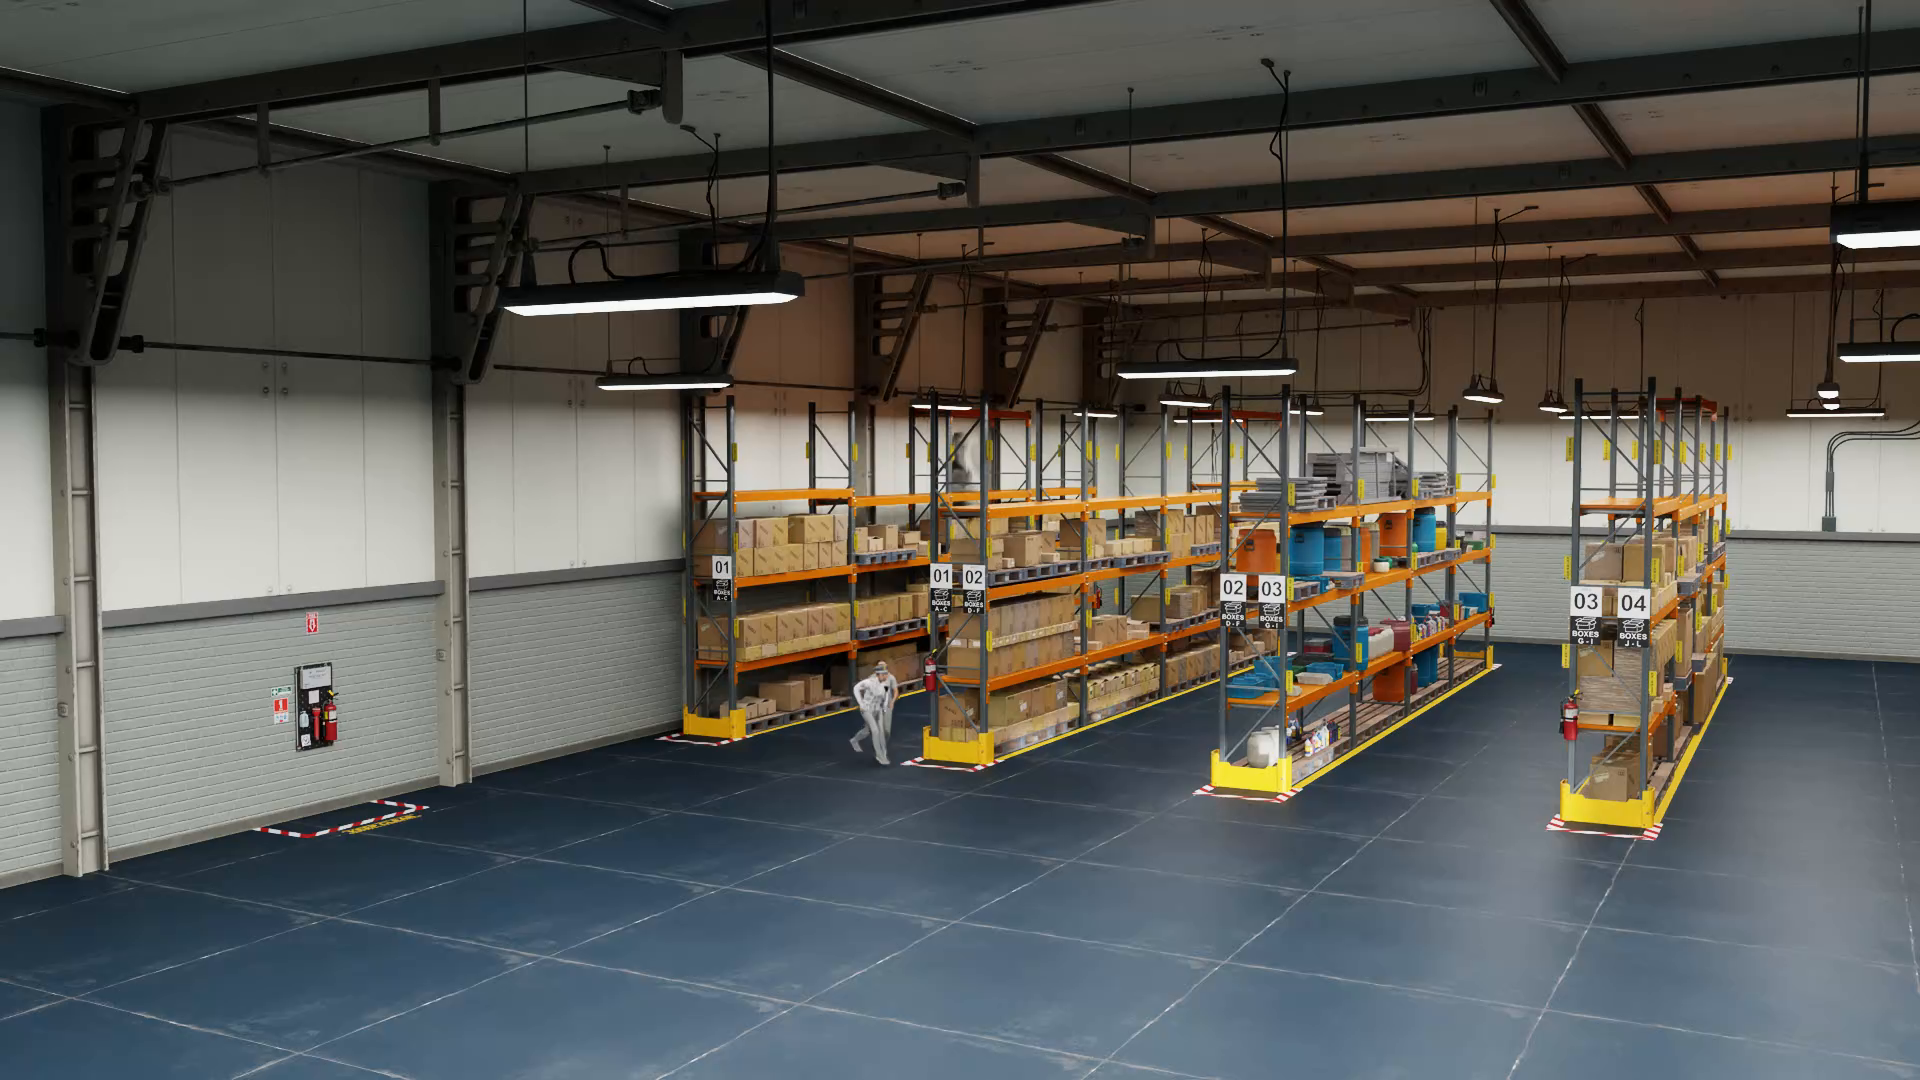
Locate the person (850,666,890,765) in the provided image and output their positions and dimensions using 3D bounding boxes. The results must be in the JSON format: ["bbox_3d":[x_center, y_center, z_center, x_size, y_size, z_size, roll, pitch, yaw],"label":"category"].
[{"bbox_3d":[-1.498,2.808,26.966,0.652,1.628,0.976,-2,4,-38],"label":"person"}]

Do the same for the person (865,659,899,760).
[{"bbox_3d":[-1.284,2.754,27.273,0.551,1.656,0.837,0,3,-8],"label":"person"}]
